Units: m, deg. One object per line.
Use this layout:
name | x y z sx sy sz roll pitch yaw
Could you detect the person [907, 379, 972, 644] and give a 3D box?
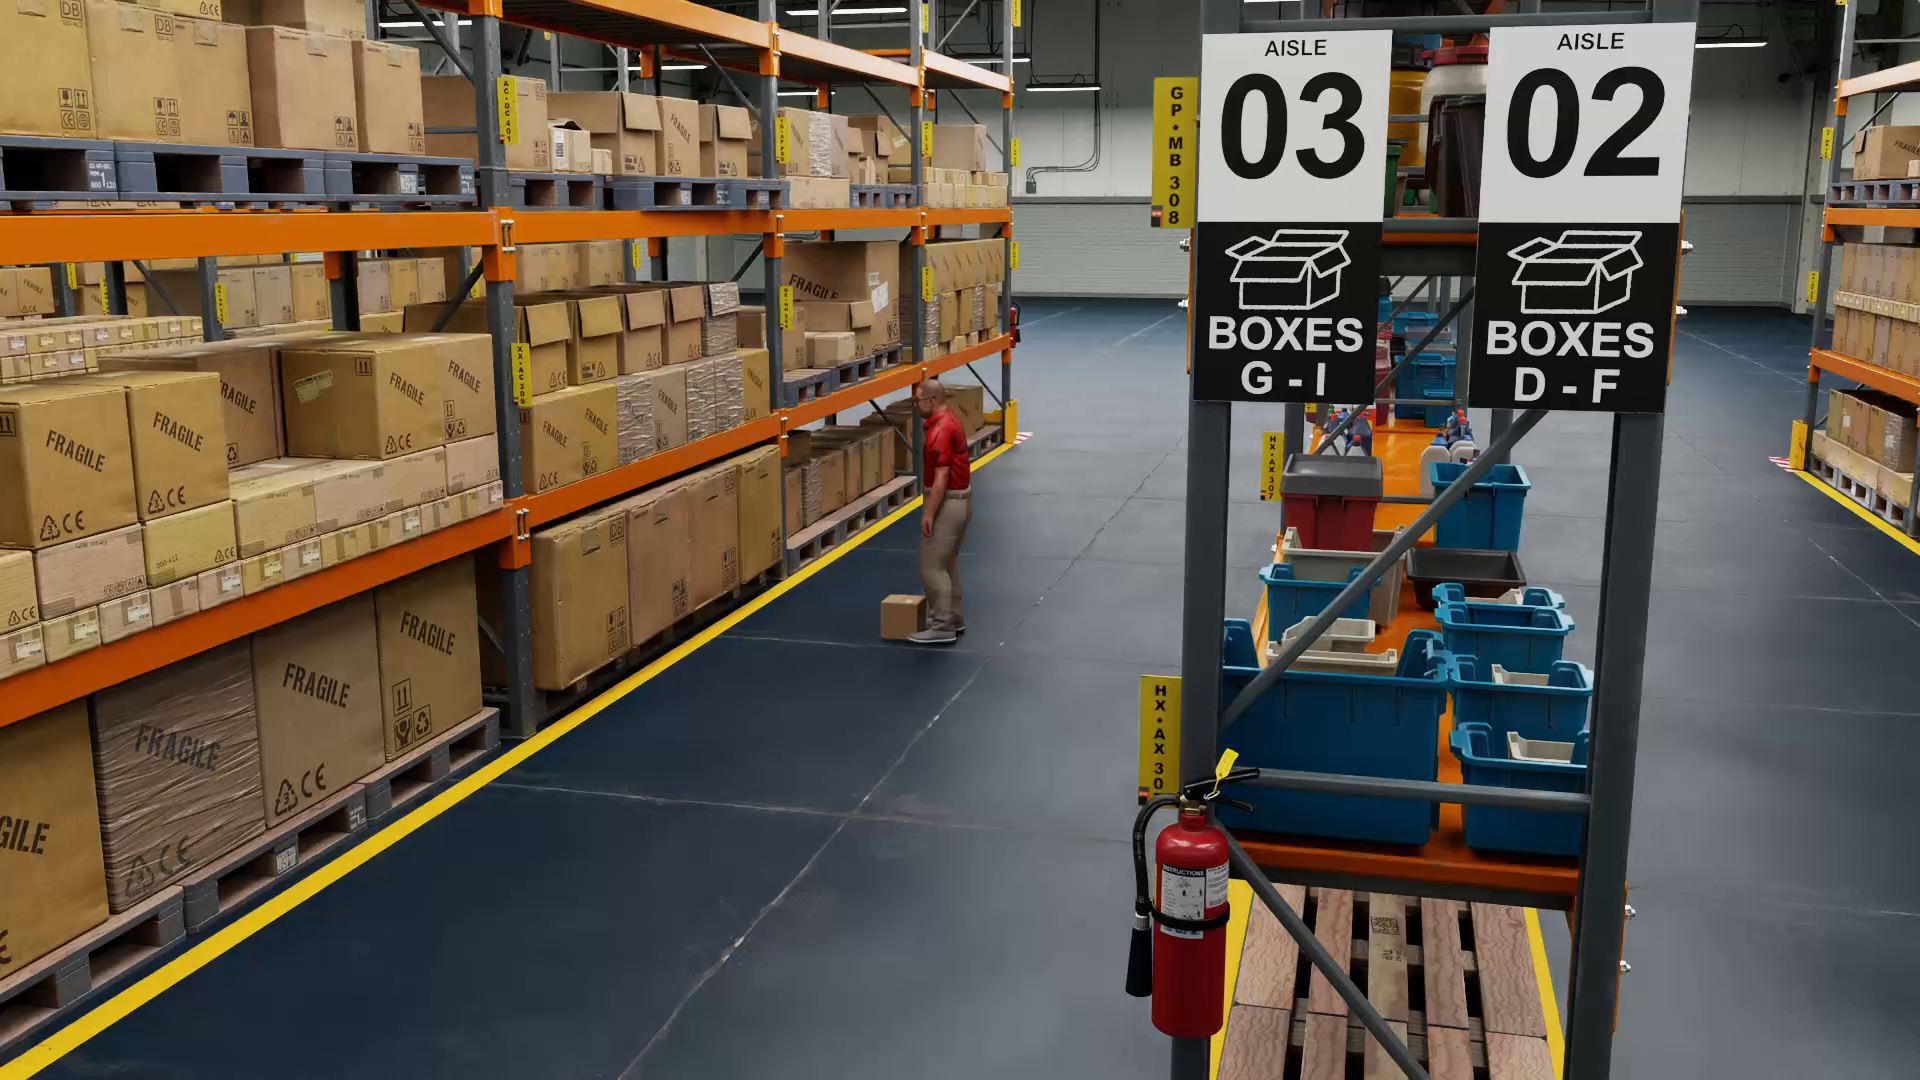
person | -0.129 -0.151 10.955 0.394 1.637 0.580 2 12 12
